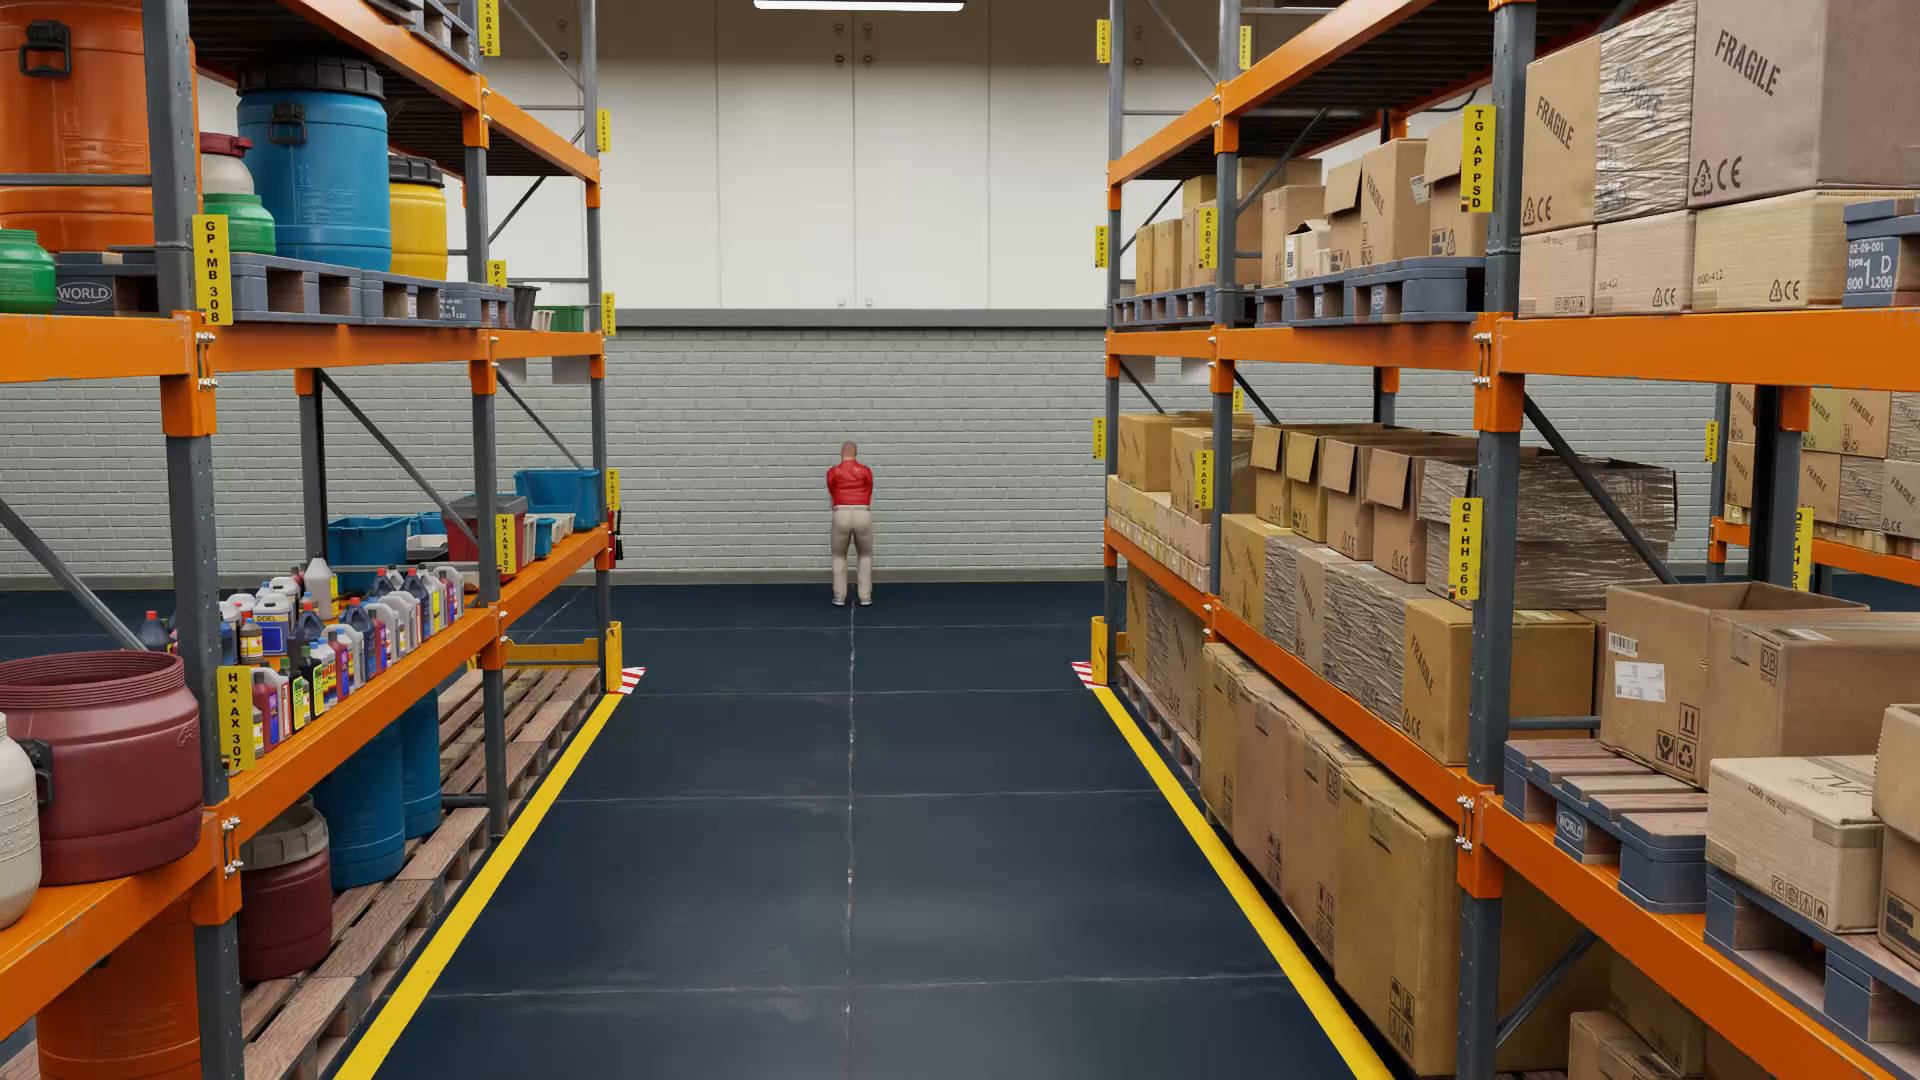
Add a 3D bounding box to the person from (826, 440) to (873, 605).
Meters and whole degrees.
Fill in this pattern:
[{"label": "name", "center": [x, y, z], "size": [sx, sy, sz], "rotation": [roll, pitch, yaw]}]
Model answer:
[{"label": "person", "center": [-1.150, -0.136, 17.401], "size": [0.488, 1.630, 0.557], "rotation": [-1, 7, -5]}]
